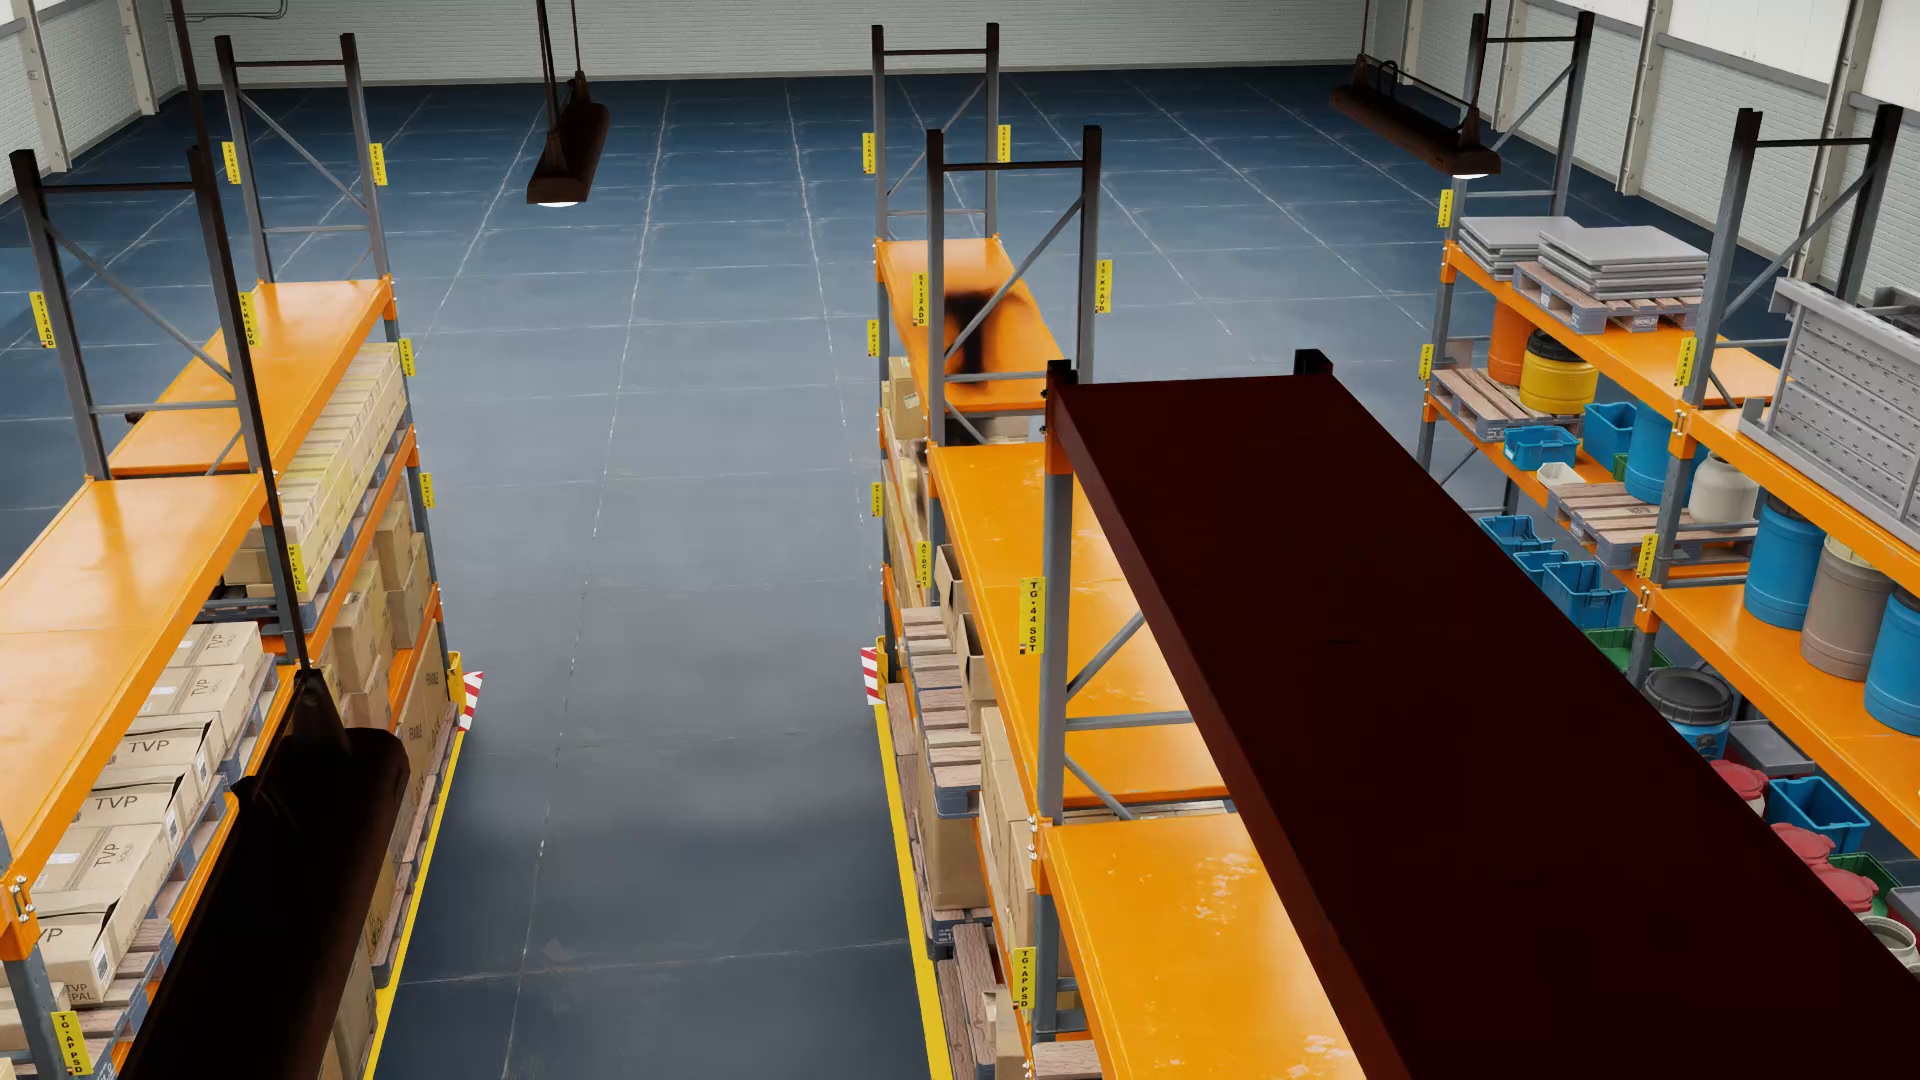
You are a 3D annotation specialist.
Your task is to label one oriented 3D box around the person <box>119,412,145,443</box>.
[{"bbox_3d":[-8.769,-1.013,17.847,0.546,0.863,0.707,-19,31,-34],"label":"person"}]
